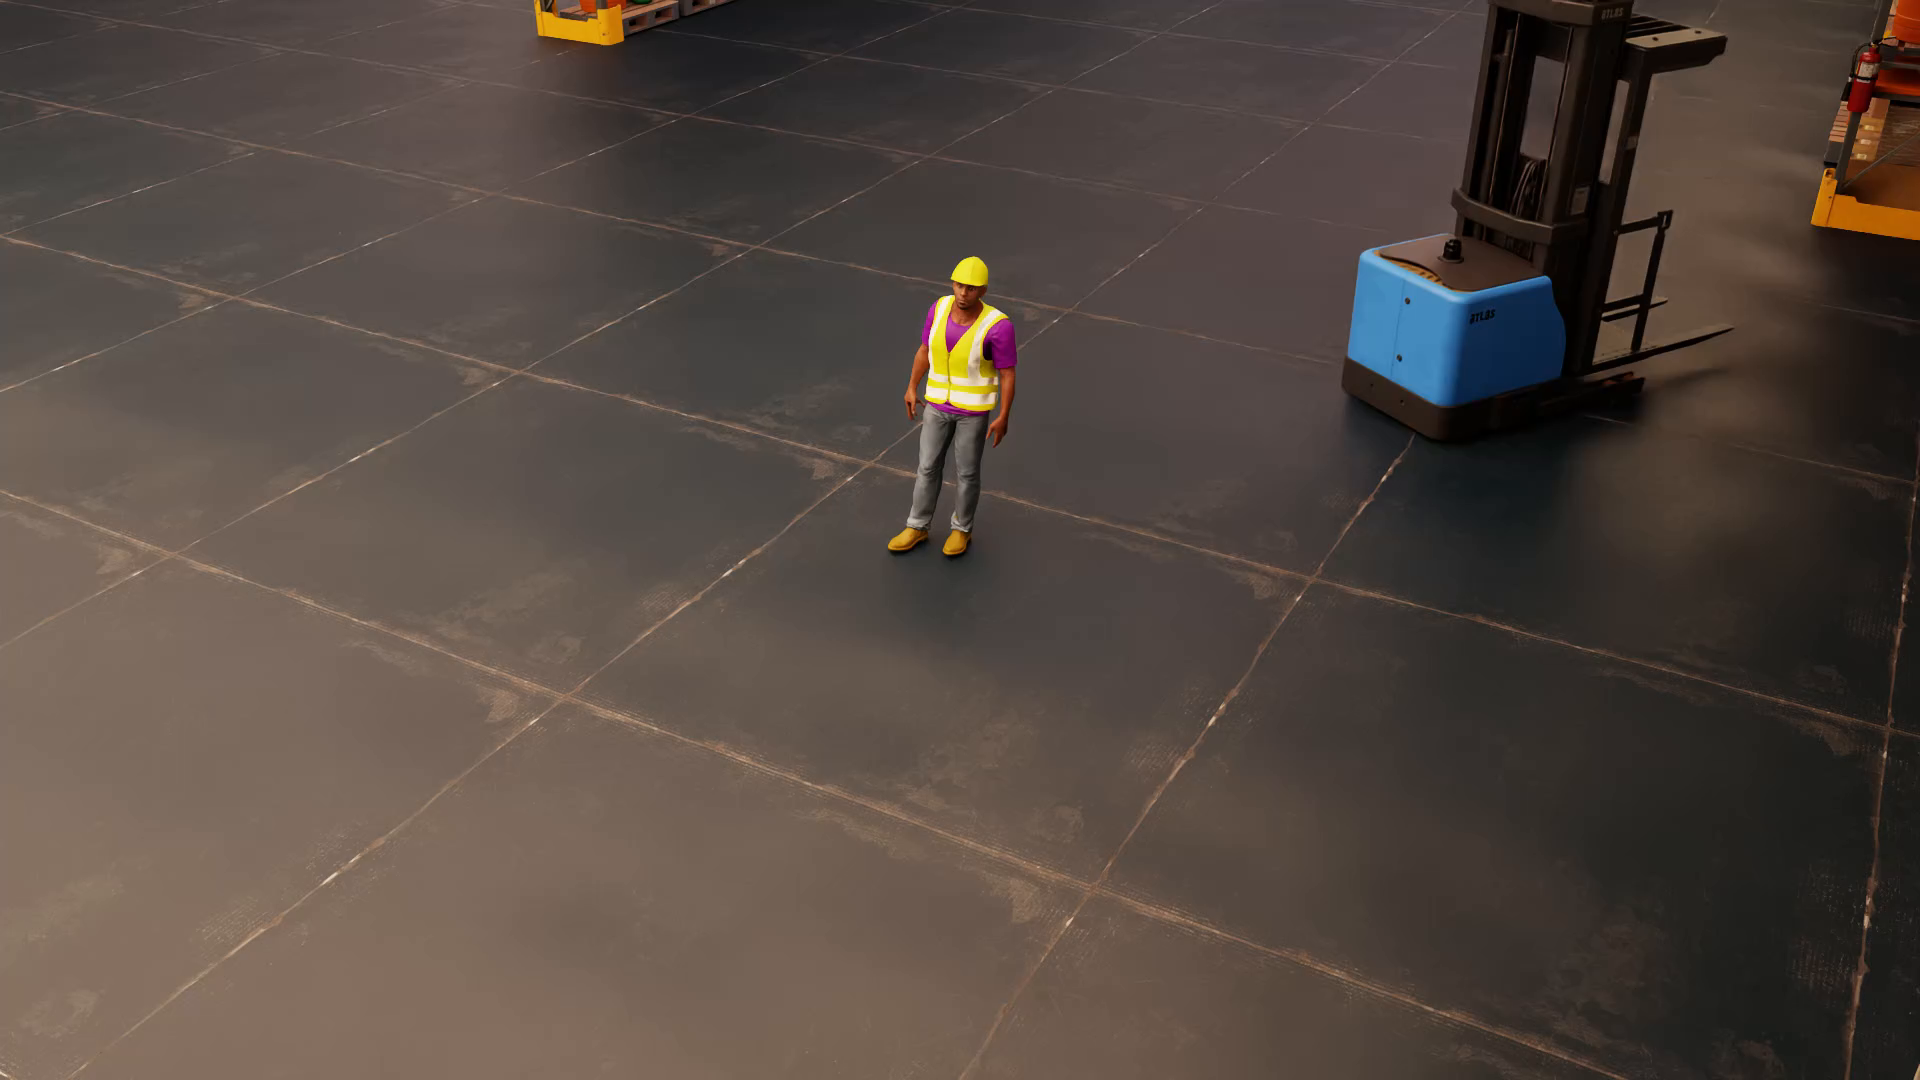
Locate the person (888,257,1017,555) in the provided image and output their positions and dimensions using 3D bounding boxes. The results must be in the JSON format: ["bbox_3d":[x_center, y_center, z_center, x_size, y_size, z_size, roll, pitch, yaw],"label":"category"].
[{"bbox_3d":[-0.038,-0.742,9.507,0.666,1.768,0.575,15,33,25],"label":"person"}]

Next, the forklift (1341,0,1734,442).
[{"bbox_3d":[4.235,-2.438,11.295,3.031,2.935,1.130,-15,33,-24],"label":"forklift"}]
